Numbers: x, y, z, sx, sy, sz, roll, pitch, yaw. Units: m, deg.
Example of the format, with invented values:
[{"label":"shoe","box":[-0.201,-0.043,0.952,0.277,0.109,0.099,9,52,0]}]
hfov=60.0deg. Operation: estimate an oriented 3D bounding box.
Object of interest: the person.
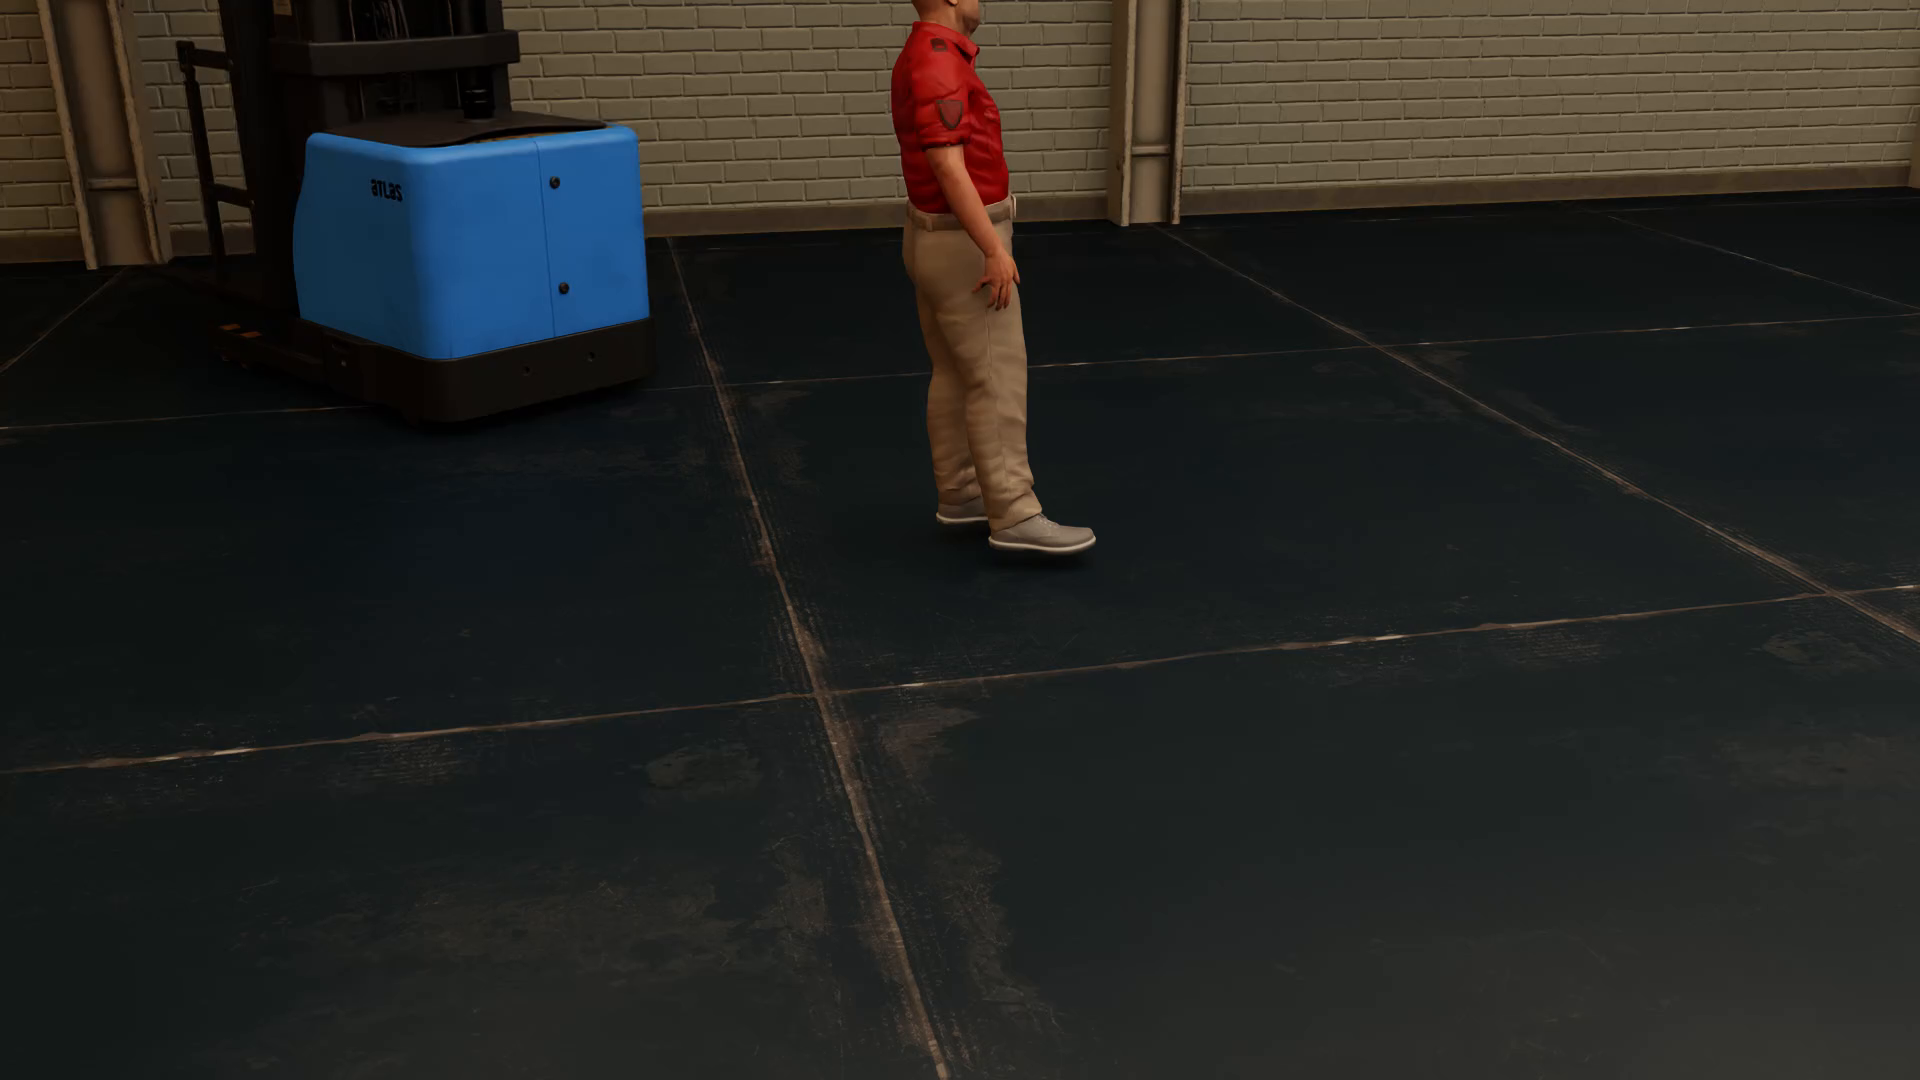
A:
[{"label":"person","box":[0.090,-0.856,4.980,0.550,1.727,0.641,-5,21,-12]}]

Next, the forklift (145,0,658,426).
[{"label":"forklift","box":[-2.683,-2.231,7.028,3.031,2.935,1.130,18,28,39]}]
